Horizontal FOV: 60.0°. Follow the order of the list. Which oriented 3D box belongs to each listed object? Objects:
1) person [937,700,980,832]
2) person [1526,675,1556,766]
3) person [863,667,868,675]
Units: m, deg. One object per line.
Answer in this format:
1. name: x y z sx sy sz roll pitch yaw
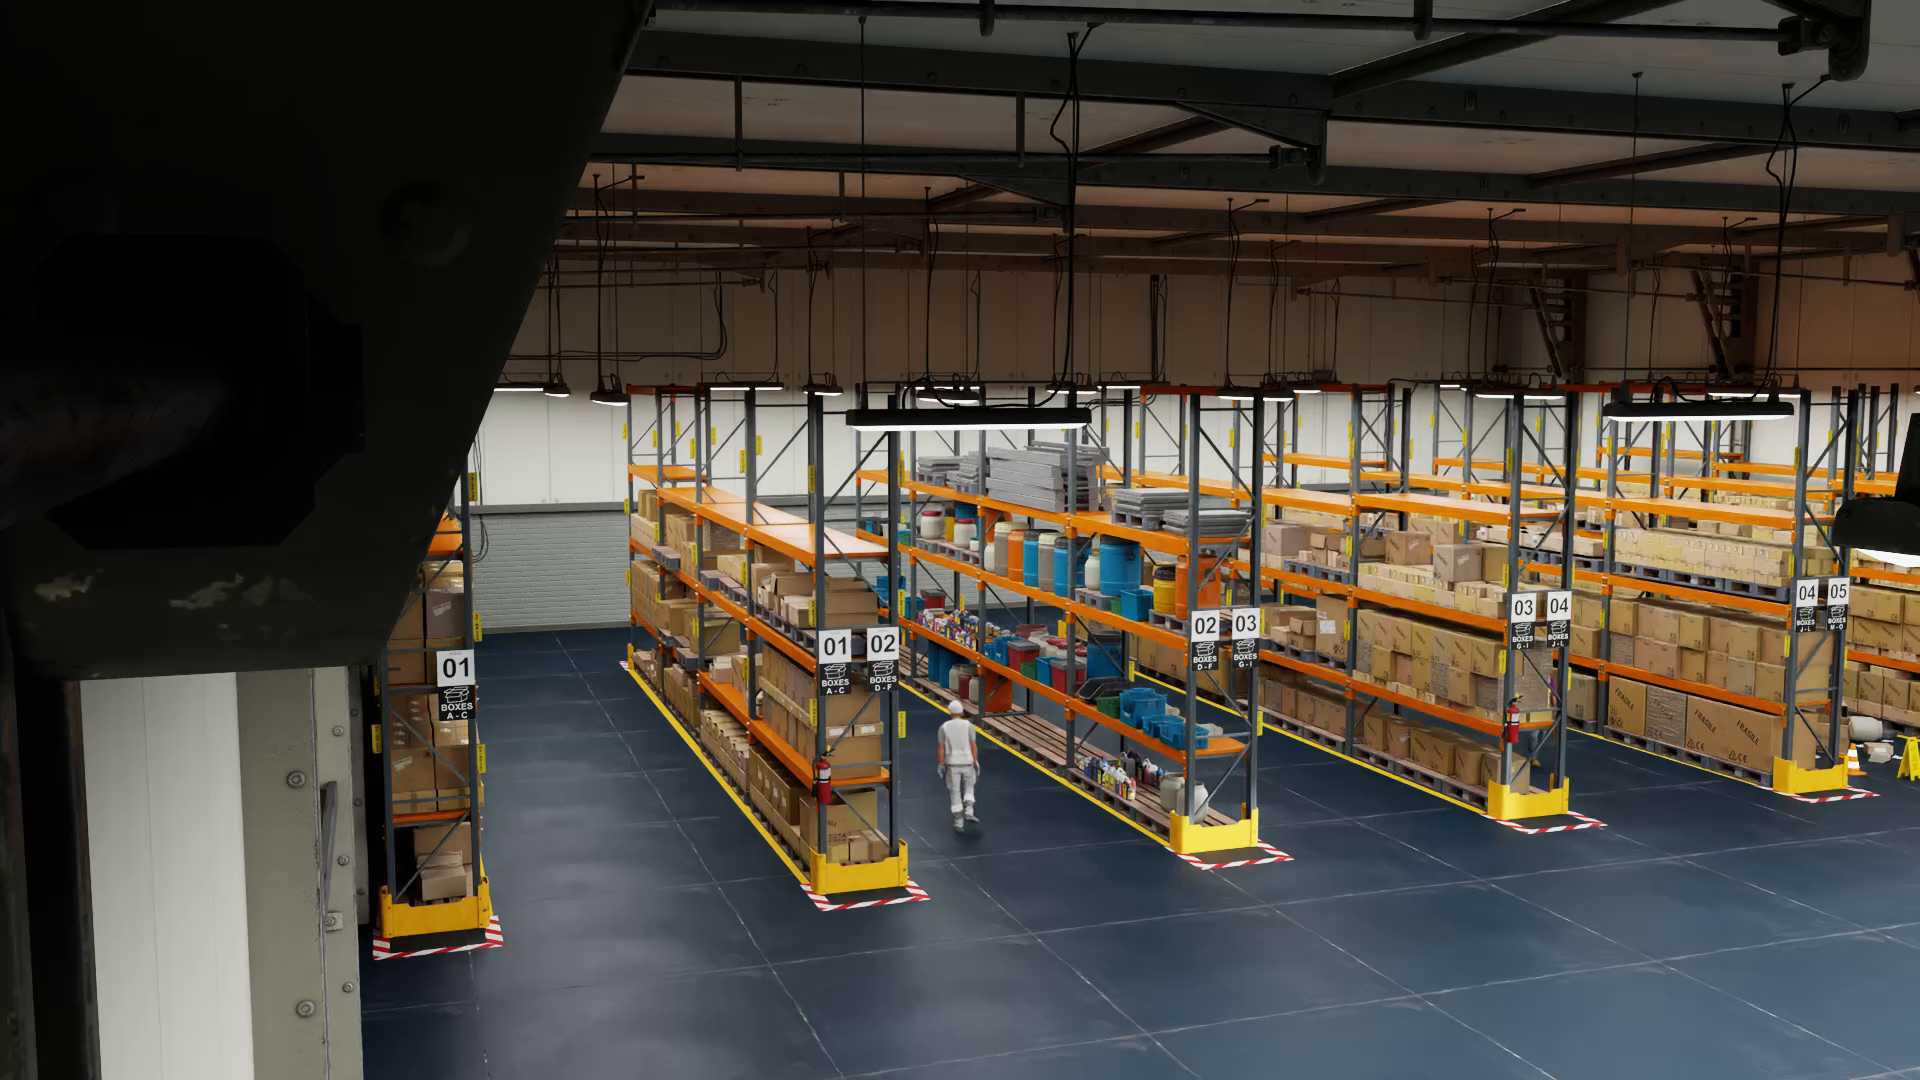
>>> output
1. person: -0.018 3.087 22.786 0.577 1.780 0.493 -1 6 -5
2. person: 9.185 2.724 26.622 0.636 1.740 0.678 -1 6 -6
3. person: -1.995 1.922 34.530 0.535 1.663 1.096 1 6 9
